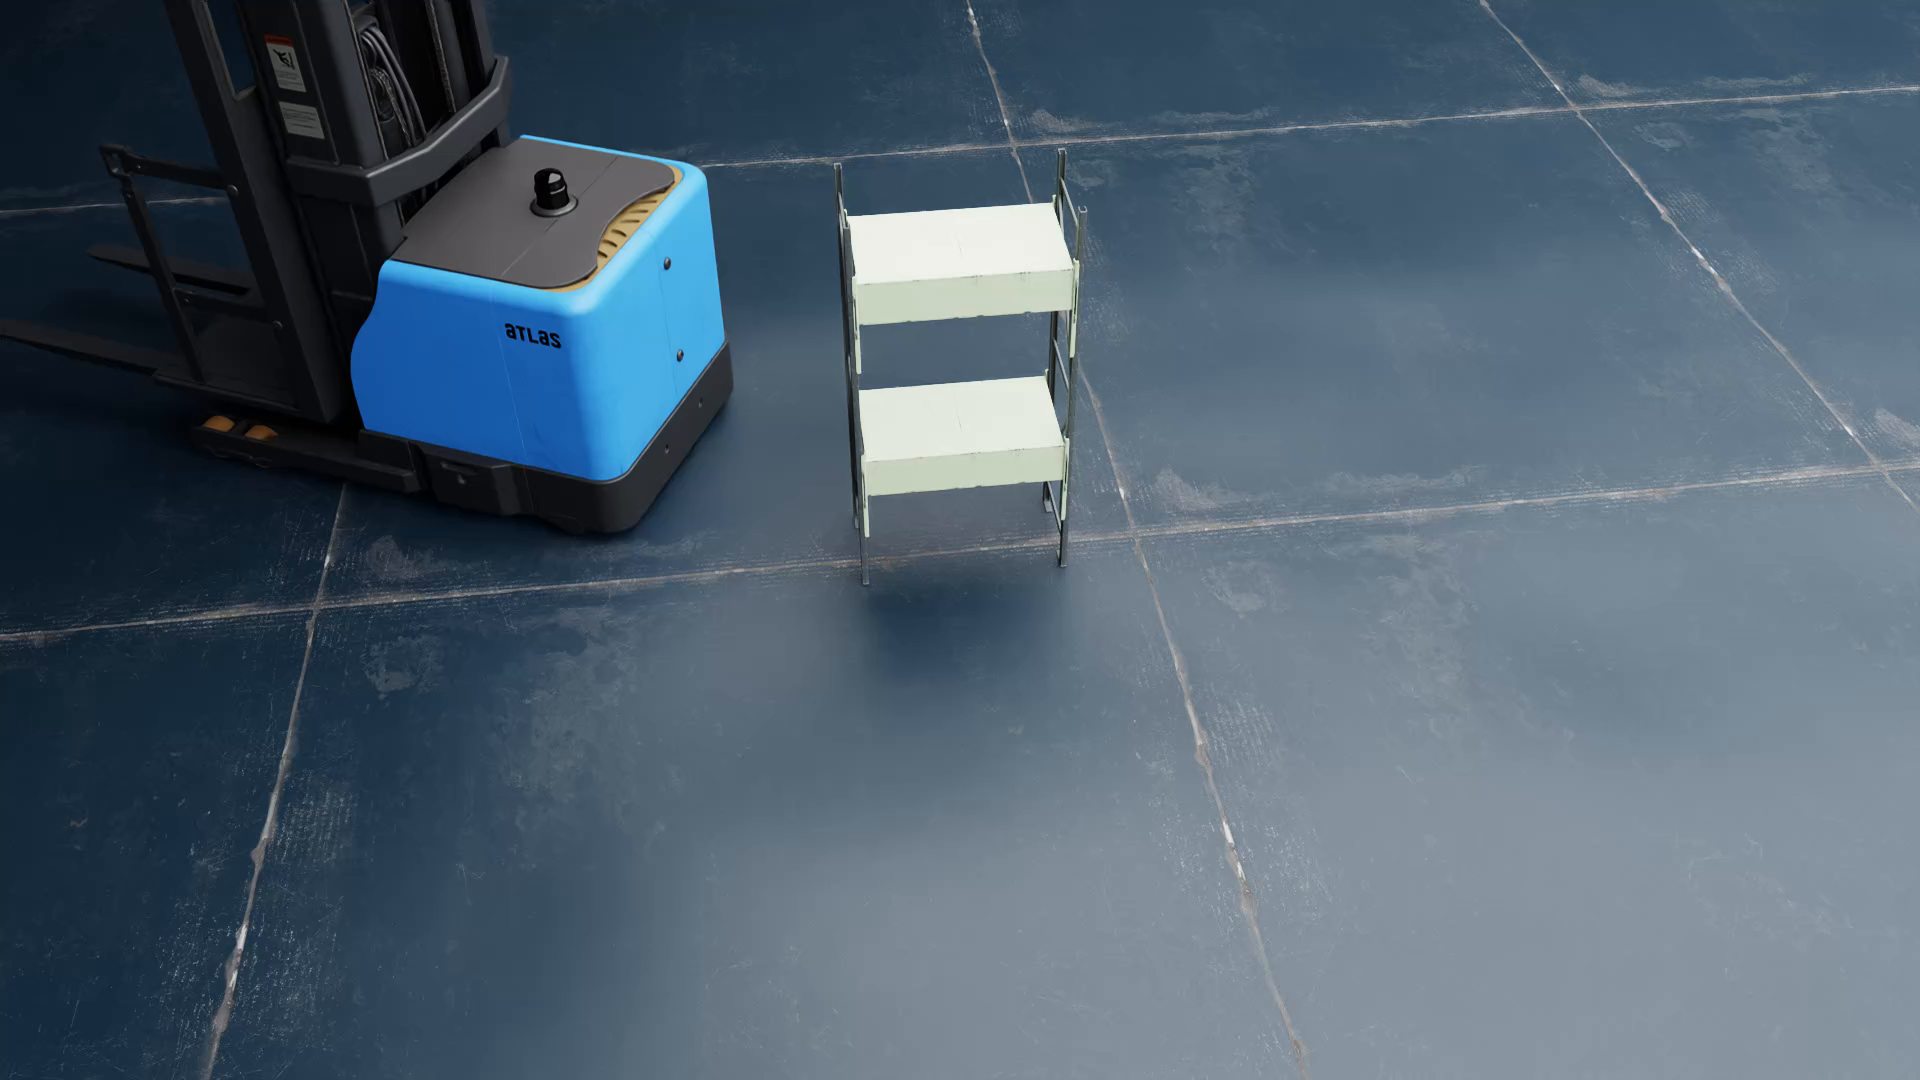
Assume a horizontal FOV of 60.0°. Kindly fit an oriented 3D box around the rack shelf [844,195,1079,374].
[{"bbox_3d":[-0.007,-0.846,5.486,0.720,0.370,0.431,-5,42,-6],"label":"rack shelf"}]

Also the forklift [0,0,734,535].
[{"bbox_3d":[-2.505,-1.696,5.942,3.031,2.935,1.130,13,44,14],"label":"forklift"}]

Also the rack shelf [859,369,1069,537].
[{"bbox_3d":[-0.007,-0.314,5.965,0.720,0.370,0.431,-5,42,-6],"label":"rack shelf"}]

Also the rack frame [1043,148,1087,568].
[{"bbox_3d":[0.356,-0.588,5.782,0.023,1.500,0.400,-5,42,-6],"label":"rack frame"}]

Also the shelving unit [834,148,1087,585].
[{"bbox_3d":[-0.007,-0.556,5.747,0.755,1.500,0.431,-5,42,-6],"label":"shelving unit"}]

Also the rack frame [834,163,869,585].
[{"bbox_3d":[-0.370,-0.525,5.712,0.023,1.500,0.400,-5,42,-6],"label":"rack frame"}]
